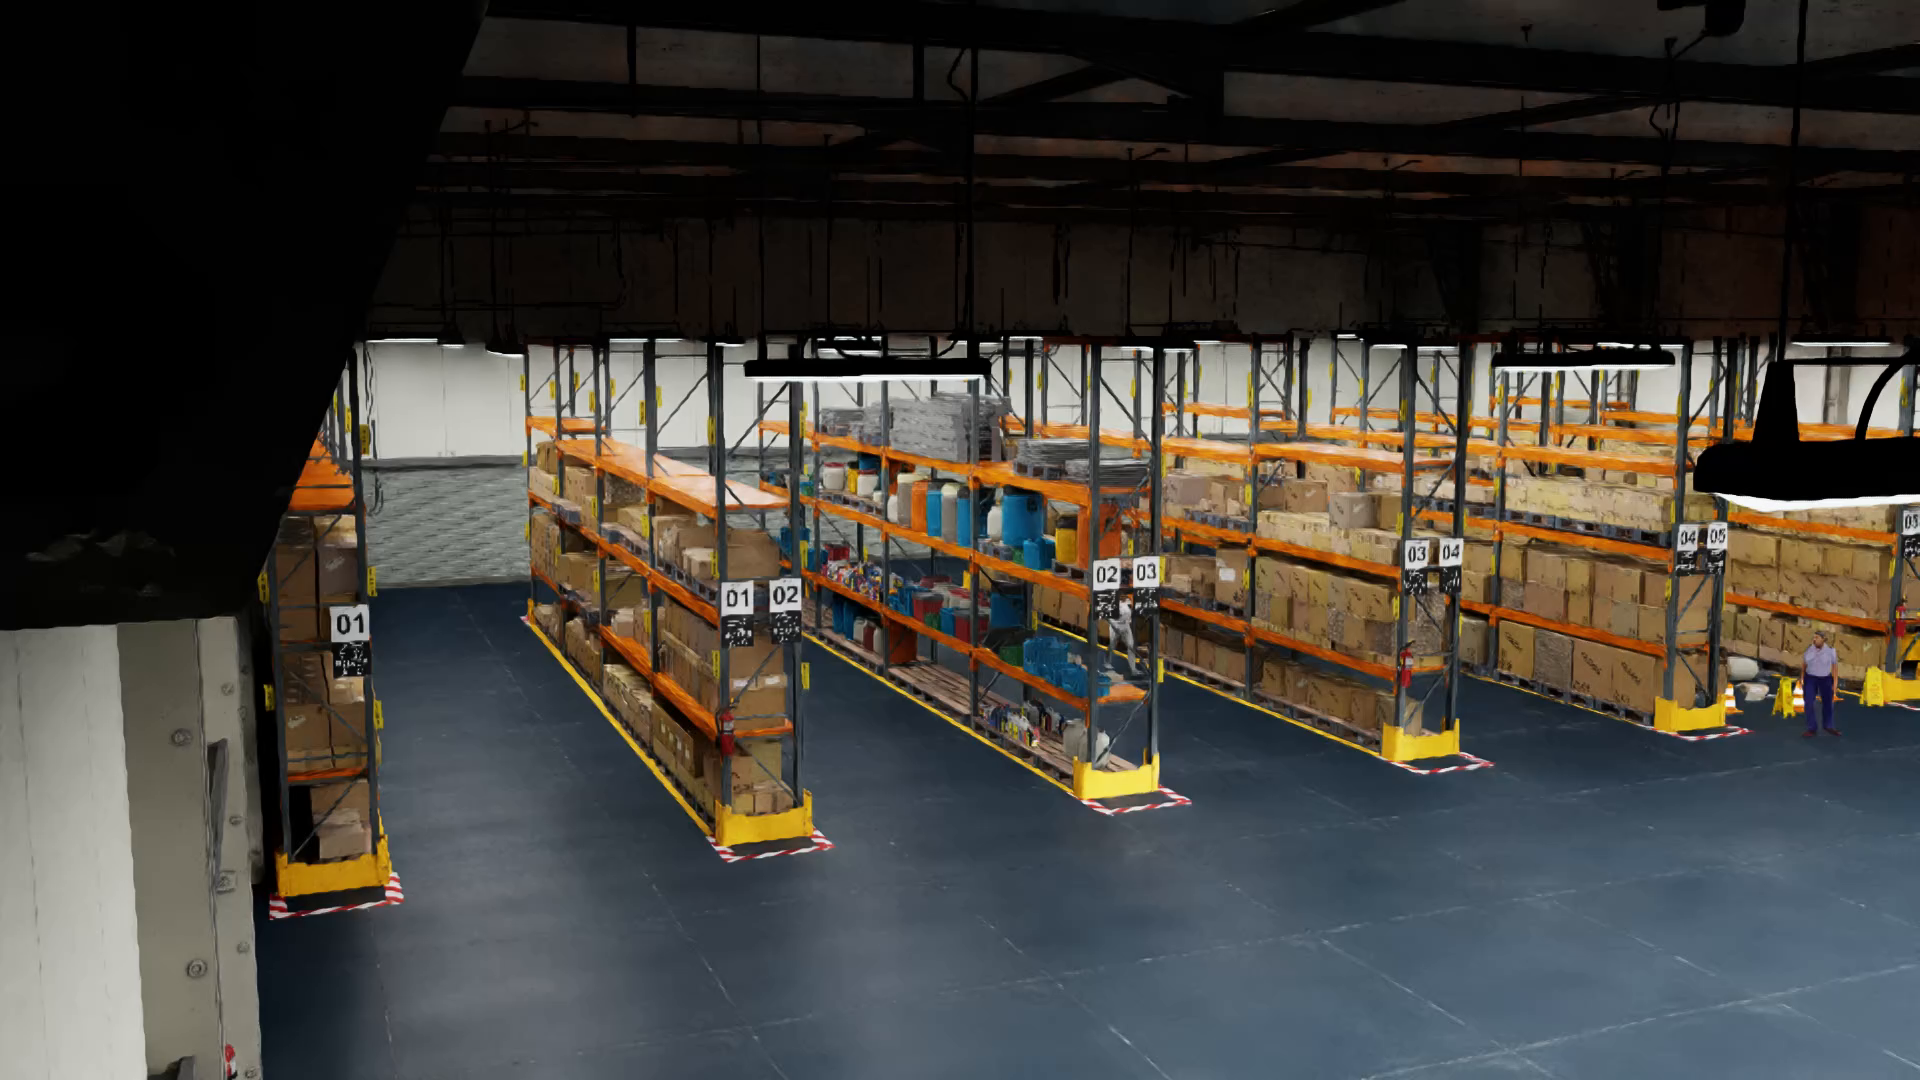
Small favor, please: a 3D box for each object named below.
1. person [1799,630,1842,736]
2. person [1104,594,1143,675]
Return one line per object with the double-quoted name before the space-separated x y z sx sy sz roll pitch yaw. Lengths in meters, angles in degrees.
"person" 13.137 2.168 25.356 0.597 1.639 0.538 6 10 39
"person" 2.878 1.583 29.697 0.495 1.589 1.086 -3 8 -20
